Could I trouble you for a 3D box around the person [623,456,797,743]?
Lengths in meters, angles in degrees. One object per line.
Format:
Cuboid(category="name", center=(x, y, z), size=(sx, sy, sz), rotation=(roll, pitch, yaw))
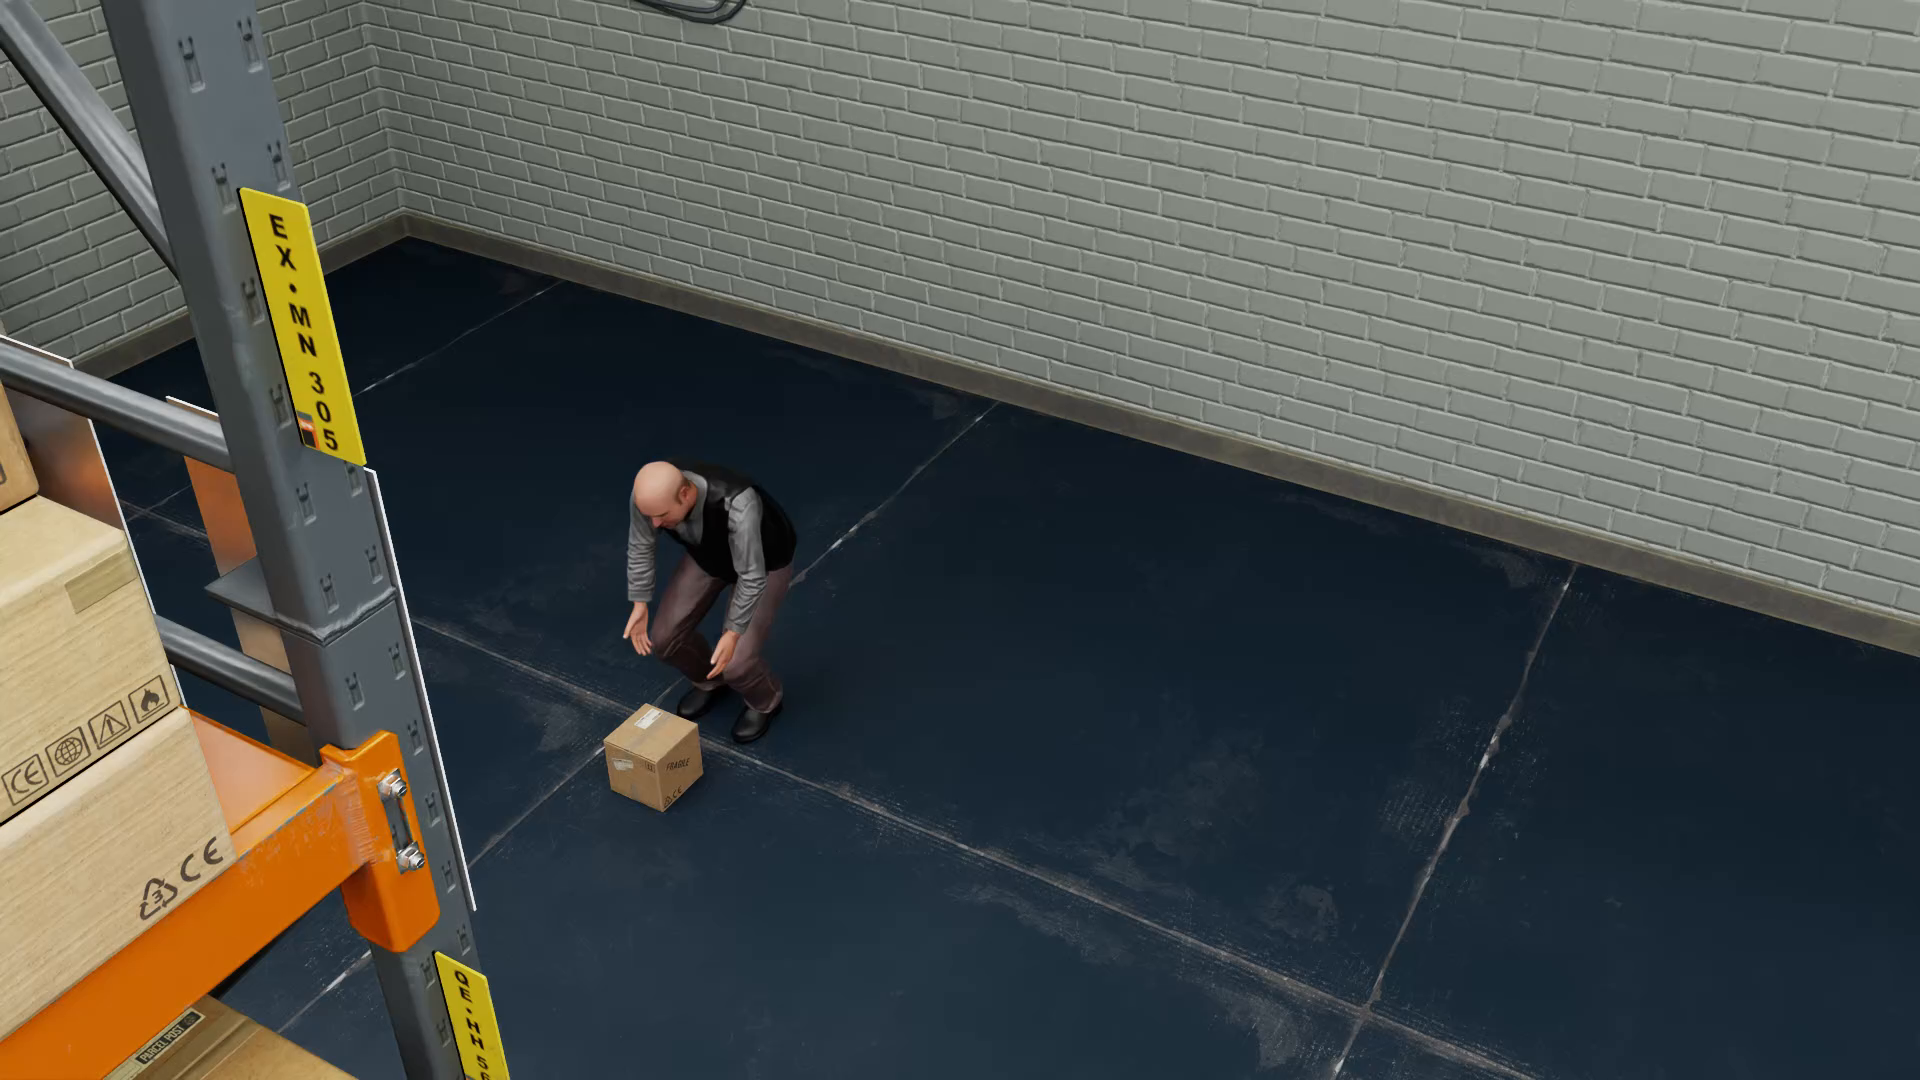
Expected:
Cuboid(category="person", center=(-0.907, 0.168, 6.257), size=(0.590, 1.345, 0.743), rotation=(18, 38, 24))
